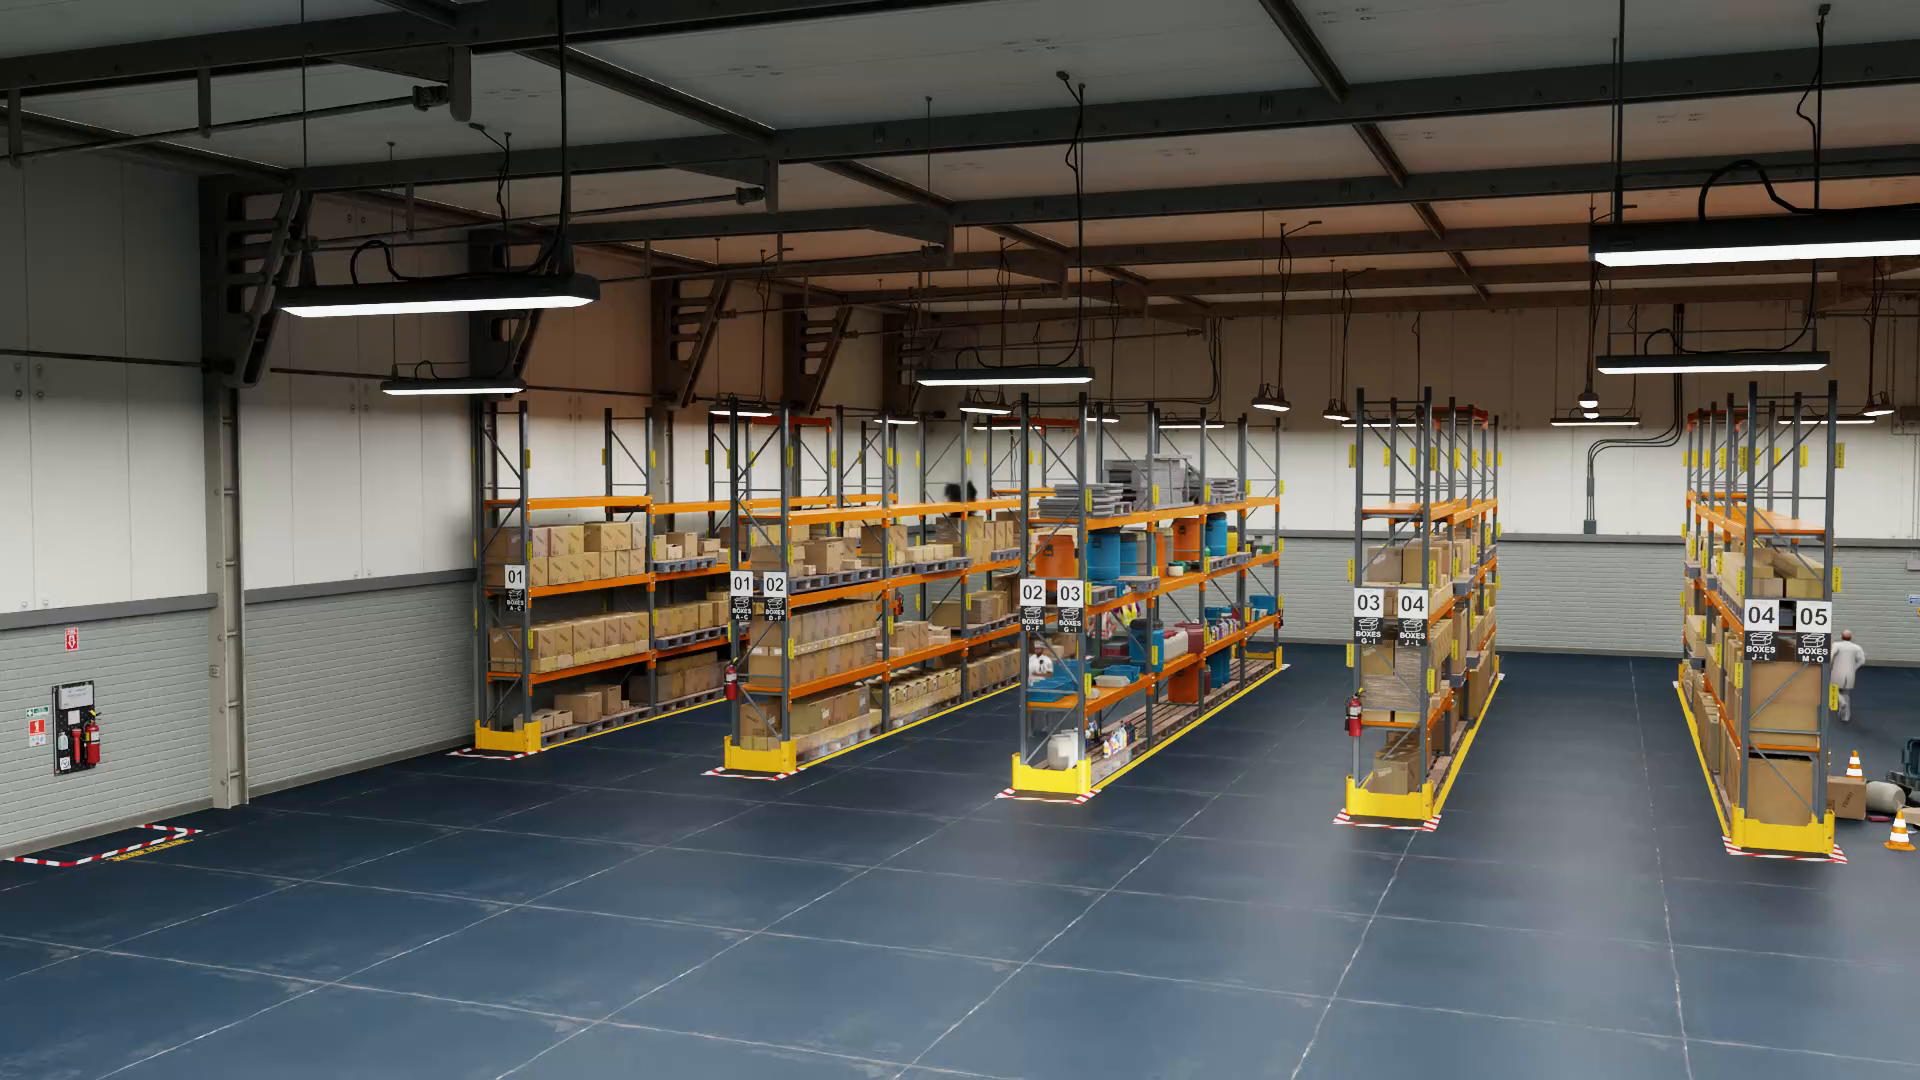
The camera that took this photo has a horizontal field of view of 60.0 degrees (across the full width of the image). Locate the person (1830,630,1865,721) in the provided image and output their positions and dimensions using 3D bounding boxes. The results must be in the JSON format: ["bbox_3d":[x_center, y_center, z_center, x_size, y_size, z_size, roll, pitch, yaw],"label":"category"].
[{"bbox_3d":[16.951,2.586,31.917,0.707,1.737,0.531,1,3,13],"label":"person"}]

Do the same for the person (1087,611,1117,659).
[{"bbox_3d":[3.047,2.128,35.940,0.653,1.732,0.576,1,3,11],"label":"person"}]

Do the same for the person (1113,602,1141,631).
[{"bbox_3d":[4.182,2.130,41.393,0.705,1.730,0.939,-1,3,-24],"label":"person"}]

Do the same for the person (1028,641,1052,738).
[{"bbox_3d":[1.421,2.688,30.108,0.548,1.751,0.751,1,3,21],"label":"person"}]
